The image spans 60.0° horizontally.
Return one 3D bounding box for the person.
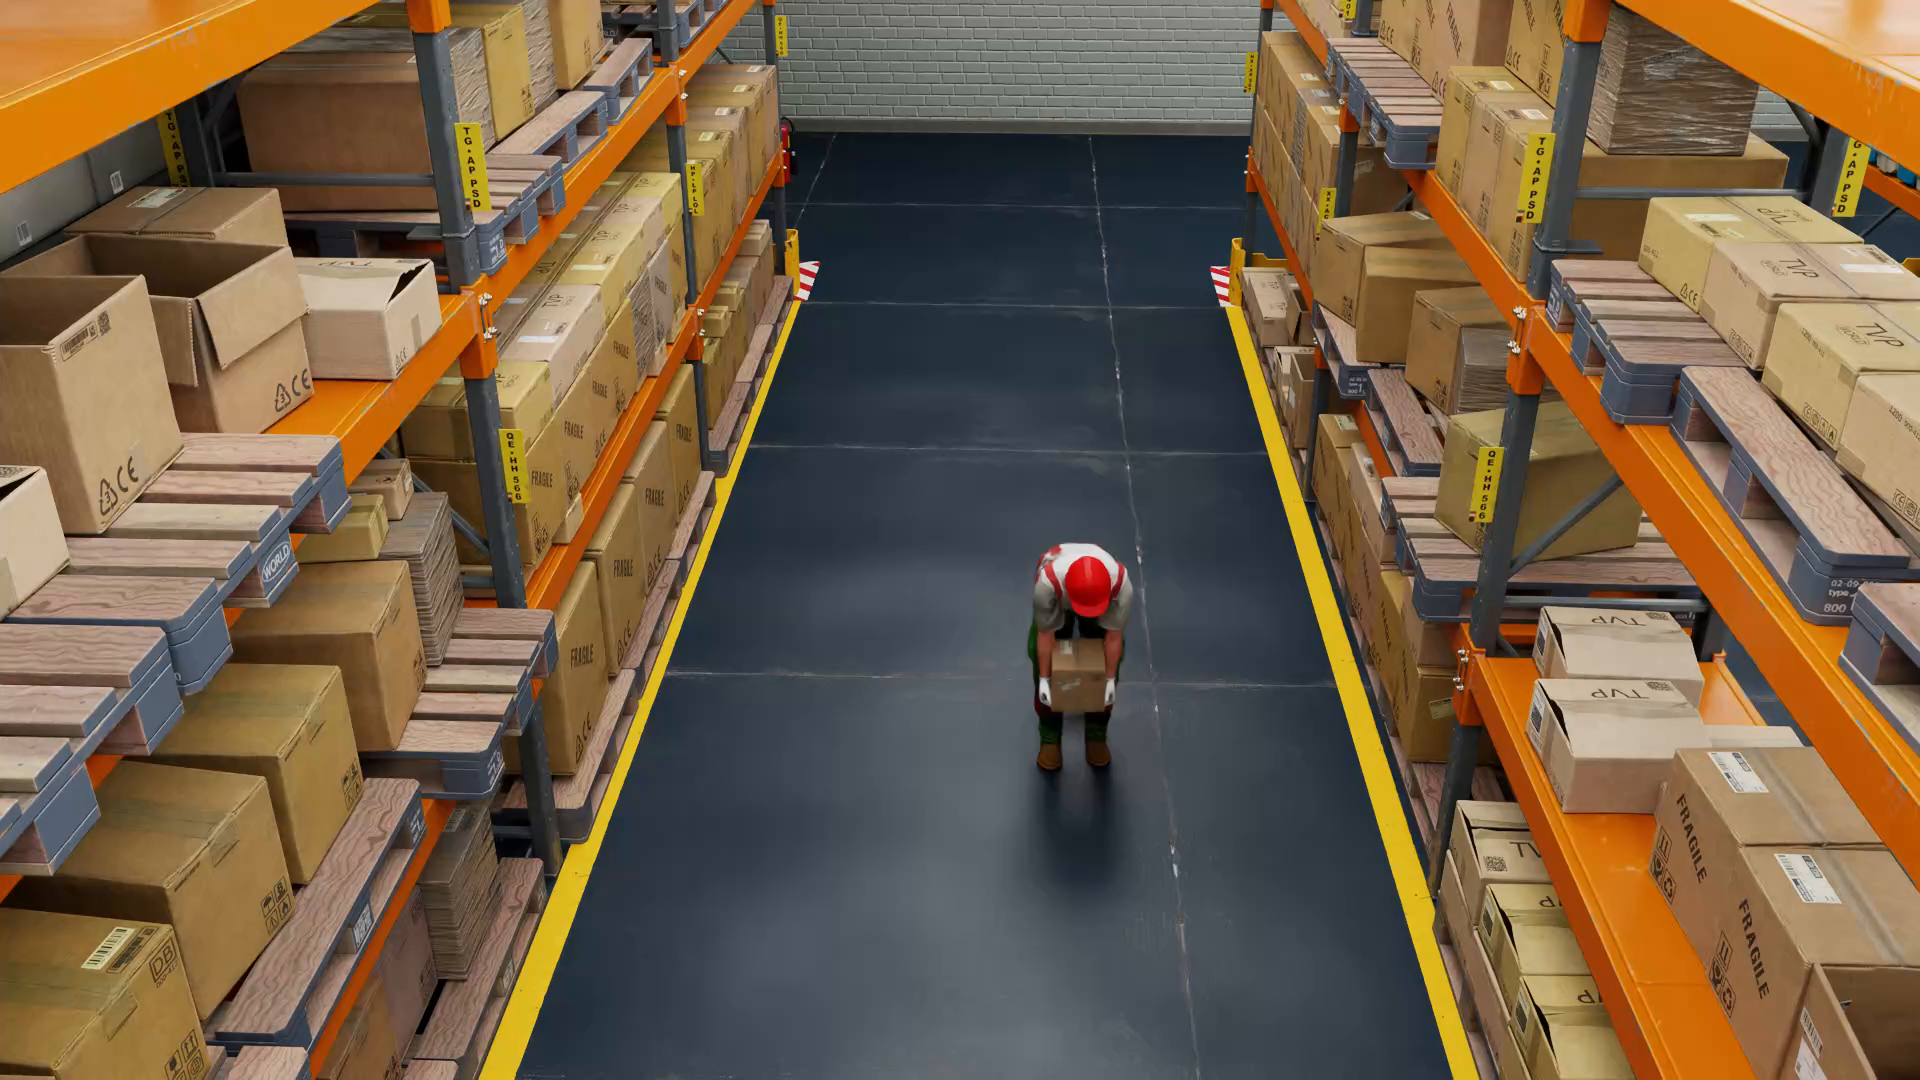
[{"bbox_3d":[0.569,0.547,7.967,0.480,1.401,0.887,0,28,1],"label":"person"}]
